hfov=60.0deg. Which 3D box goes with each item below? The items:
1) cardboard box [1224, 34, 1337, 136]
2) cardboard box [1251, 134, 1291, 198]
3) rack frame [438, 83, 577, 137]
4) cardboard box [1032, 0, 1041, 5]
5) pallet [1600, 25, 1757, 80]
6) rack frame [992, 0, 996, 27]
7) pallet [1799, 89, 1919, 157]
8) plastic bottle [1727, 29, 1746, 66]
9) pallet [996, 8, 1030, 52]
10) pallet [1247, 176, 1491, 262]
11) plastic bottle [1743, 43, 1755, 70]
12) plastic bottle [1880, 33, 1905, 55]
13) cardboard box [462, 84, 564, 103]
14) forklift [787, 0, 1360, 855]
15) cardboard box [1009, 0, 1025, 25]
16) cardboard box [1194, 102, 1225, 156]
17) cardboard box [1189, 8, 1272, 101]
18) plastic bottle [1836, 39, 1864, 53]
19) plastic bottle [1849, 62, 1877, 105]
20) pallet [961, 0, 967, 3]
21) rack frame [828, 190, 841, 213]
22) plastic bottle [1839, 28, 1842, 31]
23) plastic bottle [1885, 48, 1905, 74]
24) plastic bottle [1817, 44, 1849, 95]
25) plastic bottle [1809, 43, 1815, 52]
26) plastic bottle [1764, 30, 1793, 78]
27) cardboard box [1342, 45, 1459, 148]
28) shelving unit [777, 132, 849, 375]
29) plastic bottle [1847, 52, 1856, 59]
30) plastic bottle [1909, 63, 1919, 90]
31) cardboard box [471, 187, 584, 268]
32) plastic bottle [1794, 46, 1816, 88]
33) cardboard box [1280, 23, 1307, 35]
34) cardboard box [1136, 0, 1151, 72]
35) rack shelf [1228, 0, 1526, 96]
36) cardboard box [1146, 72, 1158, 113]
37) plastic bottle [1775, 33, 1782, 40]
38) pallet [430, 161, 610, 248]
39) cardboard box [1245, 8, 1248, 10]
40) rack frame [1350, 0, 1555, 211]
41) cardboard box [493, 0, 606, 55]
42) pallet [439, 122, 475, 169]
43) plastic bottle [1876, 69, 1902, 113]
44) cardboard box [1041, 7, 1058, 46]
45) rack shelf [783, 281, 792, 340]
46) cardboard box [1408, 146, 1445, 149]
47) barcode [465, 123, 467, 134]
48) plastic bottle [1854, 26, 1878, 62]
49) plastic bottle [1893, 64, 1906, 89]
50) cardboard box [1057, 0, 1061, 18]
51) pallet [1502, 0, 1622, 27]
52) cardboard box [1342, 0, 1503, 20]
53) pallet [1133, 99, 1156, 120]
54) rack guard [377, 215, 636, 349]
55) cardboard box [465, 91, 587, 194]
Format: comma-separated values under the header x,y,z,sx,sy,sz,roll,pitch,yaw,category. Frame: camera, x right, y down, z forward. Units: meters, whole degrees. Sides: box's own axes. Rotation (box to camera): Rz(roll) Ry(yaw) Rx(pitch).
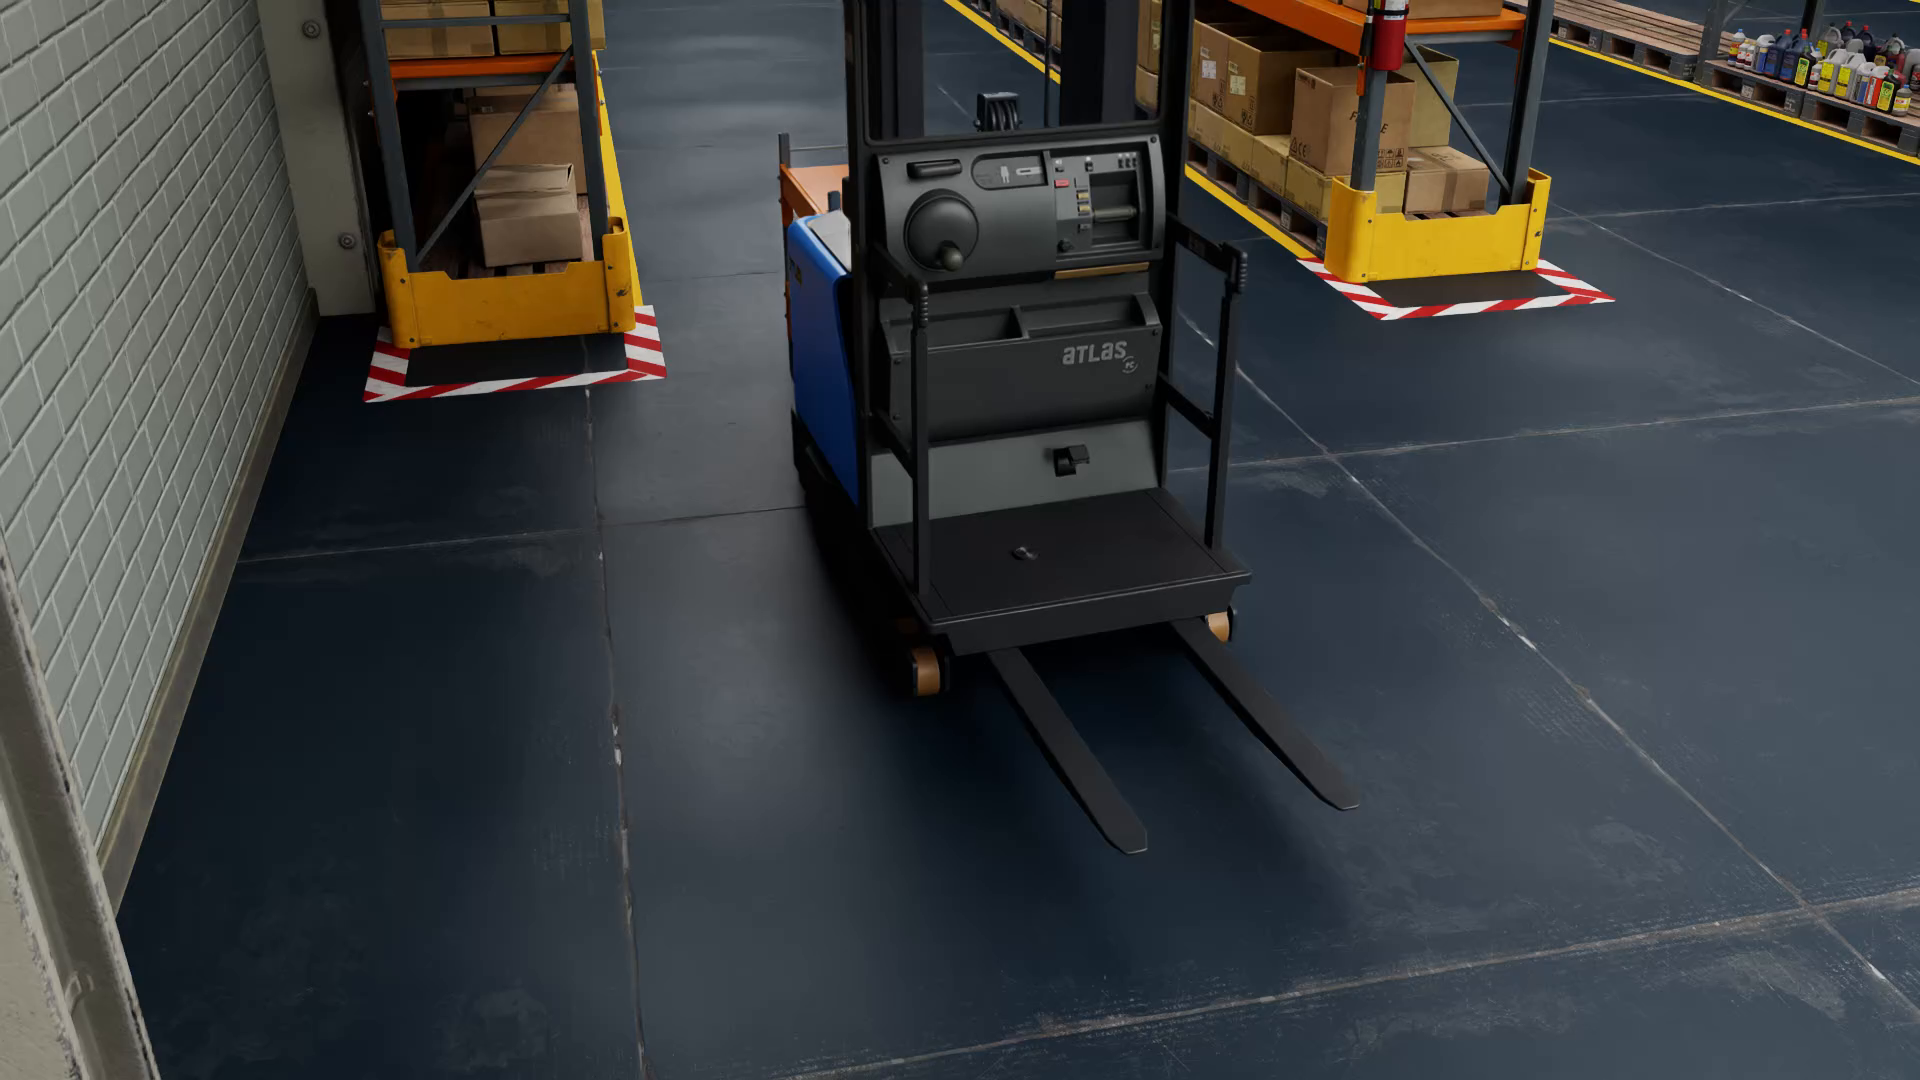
x,y,z,sx,sy,sz,roll,pitch,yaw,category
1.964,-2.809,10.239,0.500,0.500,0.500,-6,27,-12,cardboard box
2.082,-2.255,9.974,0.500,0.250,0.500,-6,27,-12,cardboard box
-3.112,-4.123,11.089,1.000,3.000,0.127,-6,27,-12,rack frame
0.883,-4.880,14.552,0.500,0.311,0.500,-7,28,-13,cardboard box
6.325,-4.225,14.386,1.003,0.211,1.213,-6,27,-12,pallet
0.812,-6.383,15.568,1.000,3.000,0.127,-6,27,-12,rack frame
6.929,-3.048,12.055,1.003,0.211,1.213,-6,27,-12,pallet
6.185,-3.923,13.232,0.097,0.271,0.097,0,27,0,plastic bottle
0.959,-4.773,15.472,1.003,0.211,1.213,-6,27,-12,pallet
2.402,-1.958,9.895,1.003,0.211,1.213,-6,27,-12,pallet
6.231,-3.802,13.071,0.097,0.201,0.097,0,27,0,plastic bottle
7.082,-3.663,12.630,0.144,0.351,0.185,-6,27,-12,plastic bottle
-3.294,-3.525,12.190,0.700,0.500,0.500,-5,27,-10,cardboard box
0.269,-1.013,5.005,1.130,2.935,3.031,-8,28,-16,forklift
0.758,-4.863,15.141,0.500,0.250,0.500,-7,28,-13,cardboard box
1.856,-2.694,10.844,0.500,0.250,0.500,-6,27,-12,cardboard box
1.738,-3.248,11.109,0.500,0.500,0.500,-6,27,-12,cardboard box
6.871,-3.745,12.876,0.152,0.276,0.135,-6,27,-12,plastic bottle
6.539,-3.289,11.972,0.152,0.276,0.135,-7,28,-13,plastic bottle
0.409,-6.004,17.912,1.003,0.211,1.213,-6,27,-12,pallet
-0.268,-0.871,6.728,0.500,1.125,0.032,-8,28,-15,rack frame
6.970,-3.935,13.243,0.061,0.283,0.133,-5,27,-9,plastic bottle
7.011,-3.550,12.481,0.061,0.283,0.133,-6,27,-12,plastic bottle
6.456,-3.476,12.260,0.144,0.351,0.185,-6,27,-12,plastic bottle
6.468,-3.659,12.710,0.097,0.271,0.097,0,27,0,plastic bottle
6.318,-3.746,12.794,0.144,0.351,0.185,-5,27,-10,plastic bottle
2.596,-2.643,9.911,0.500,0.500,0.500,-6,27,-12,cardboard box
-0.411,-1.091,7.163,0.538,1.125,1.048,-8,28,-15,shelving unit
6.595,-3.469,12.329,0.152,0.276,0.135,-6,27,-12,plastic bottle
7.168,-3.475,12.424,0.097,0.201,0.097,0,27,0,plastic bottle
-2.279,-1.676,8.736,0.500,0.311,0.500,-9,28,-17,cardboard box
6.357,-3.556,12.493,0.061,0.283,0.133,-5,27,-9,plastic bottle
2.375,-3.083,10.782,0.500,0.500,0.500,-6,27,-12,cardboard box
1.513,-3.687,11.978,0.500,0.500,0.500,-6,27,-12,cardboard box
2.164,-3.428,10.511,1.077,0.370,4.000,-6,27,-12,rack shelf
1.630,-3.133,11.713,0.500,0.250,0.500,-6,27,-12,cardboard box
6.388,-3.800,12.976,0.061,0.283,0.133,-6,27,-12,plastic bottle
-2.648,-2.050,10.077,1.003,0.211,1.213,-6,27,-12,pallet
2.132,-3.520,11.648,0.500,0.500,0.500,-6,27,-12,cardboard box
2.615,-2.871,8.610,1.000,3.000,0.127,-6,27,-12,rack frame
-2.011,-2.555,8.127,0.500,0.250,0.500,-7,28,-13,cardboard box
-2.926,-2.586,11.140,1.003,0.211,1.213,-6,27,-12,pallet
6.557,-3.168,11.723,0.061,0.283,0.133,-5,27,-10,plastic bottle
0.996,-4.410,14.244,0.500,0.250,0.500,-5,27,-11,cardboard box
-0.411,-0.873,7.274,0.538,0.278,1.000,-8,28,-15,rack shelf
2.594,-2.308,10.080,0.500,0.250,0.500,-6,27,-12,cardboard box
-3.213,-2.674,10.816,0.001,0.075,0.075,-6,27,-12,barcode
7.009,-3.805,12.911,0.144,0.351,0.185,-7,28,-14,plastic bottle
6.674,-3.243,11.872,0.061,0.283,0.133,-6,27,-12,plastic bottle
1.109,-4.433,13.668,0.500,0.311,0.500,-6,27,-12,cardboard box
5.775,-5.296,16.508,1.003,0.211,1.213,-6,27,-12,pallet
2.522,-3.122,8.996,0.700,0.500,0.500,-6,27,-12,cardboard box
1.852,-3.029,12.017,1.003,0.211,1.213,-6,27,-12,pallet
-2.228,-1.284,8.239,1.175,0.500,0.348,-6,27,-12,rack guard
-2.524,-2.337,9.838,0.700,0.500,0.500,-8,28,-15,cardboard box
